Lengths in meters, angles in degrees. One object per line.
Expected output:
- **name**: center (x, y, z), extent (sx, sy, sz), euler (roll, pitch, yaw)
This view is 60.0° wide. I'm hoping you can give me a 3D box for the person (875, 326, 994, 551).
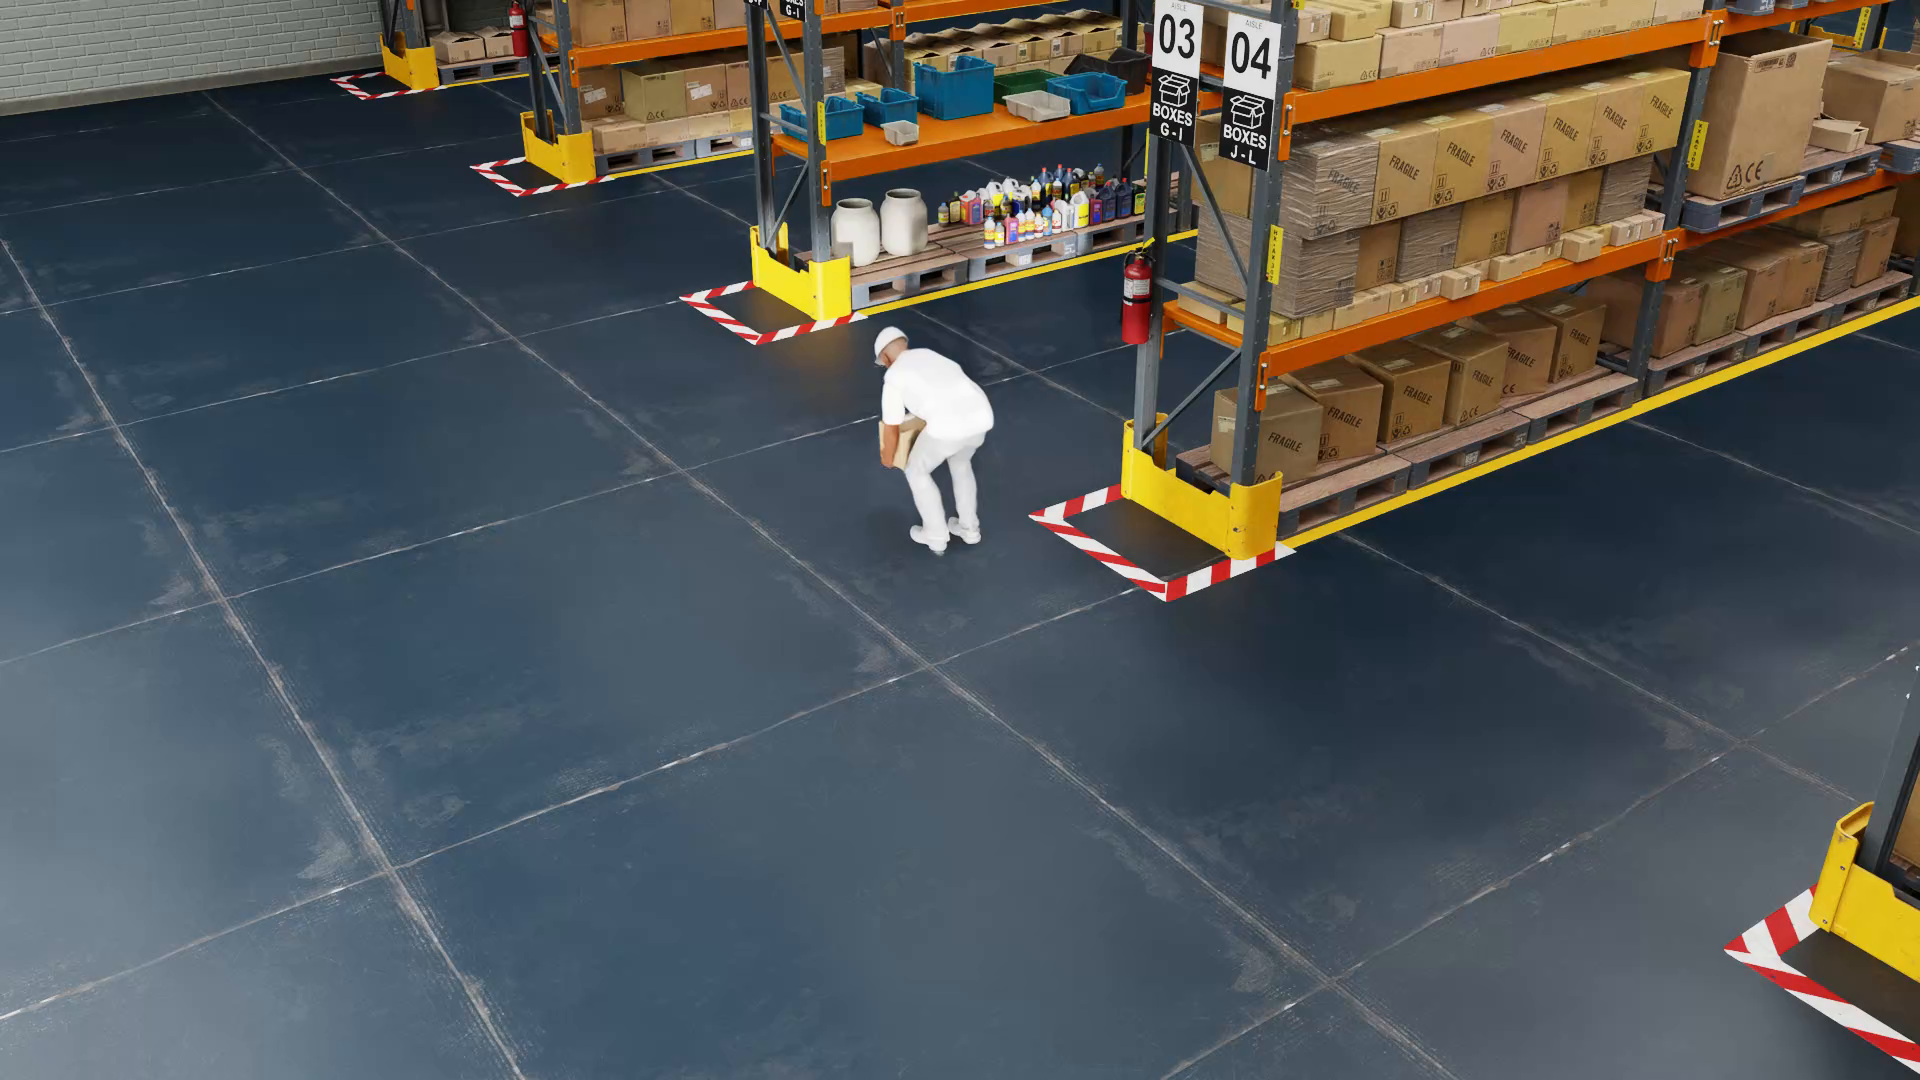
- **person**: center (-0.207, -0.621, 10.279), extent (0.496, 1.255, 0.940), euler (-20, 34, -33)
